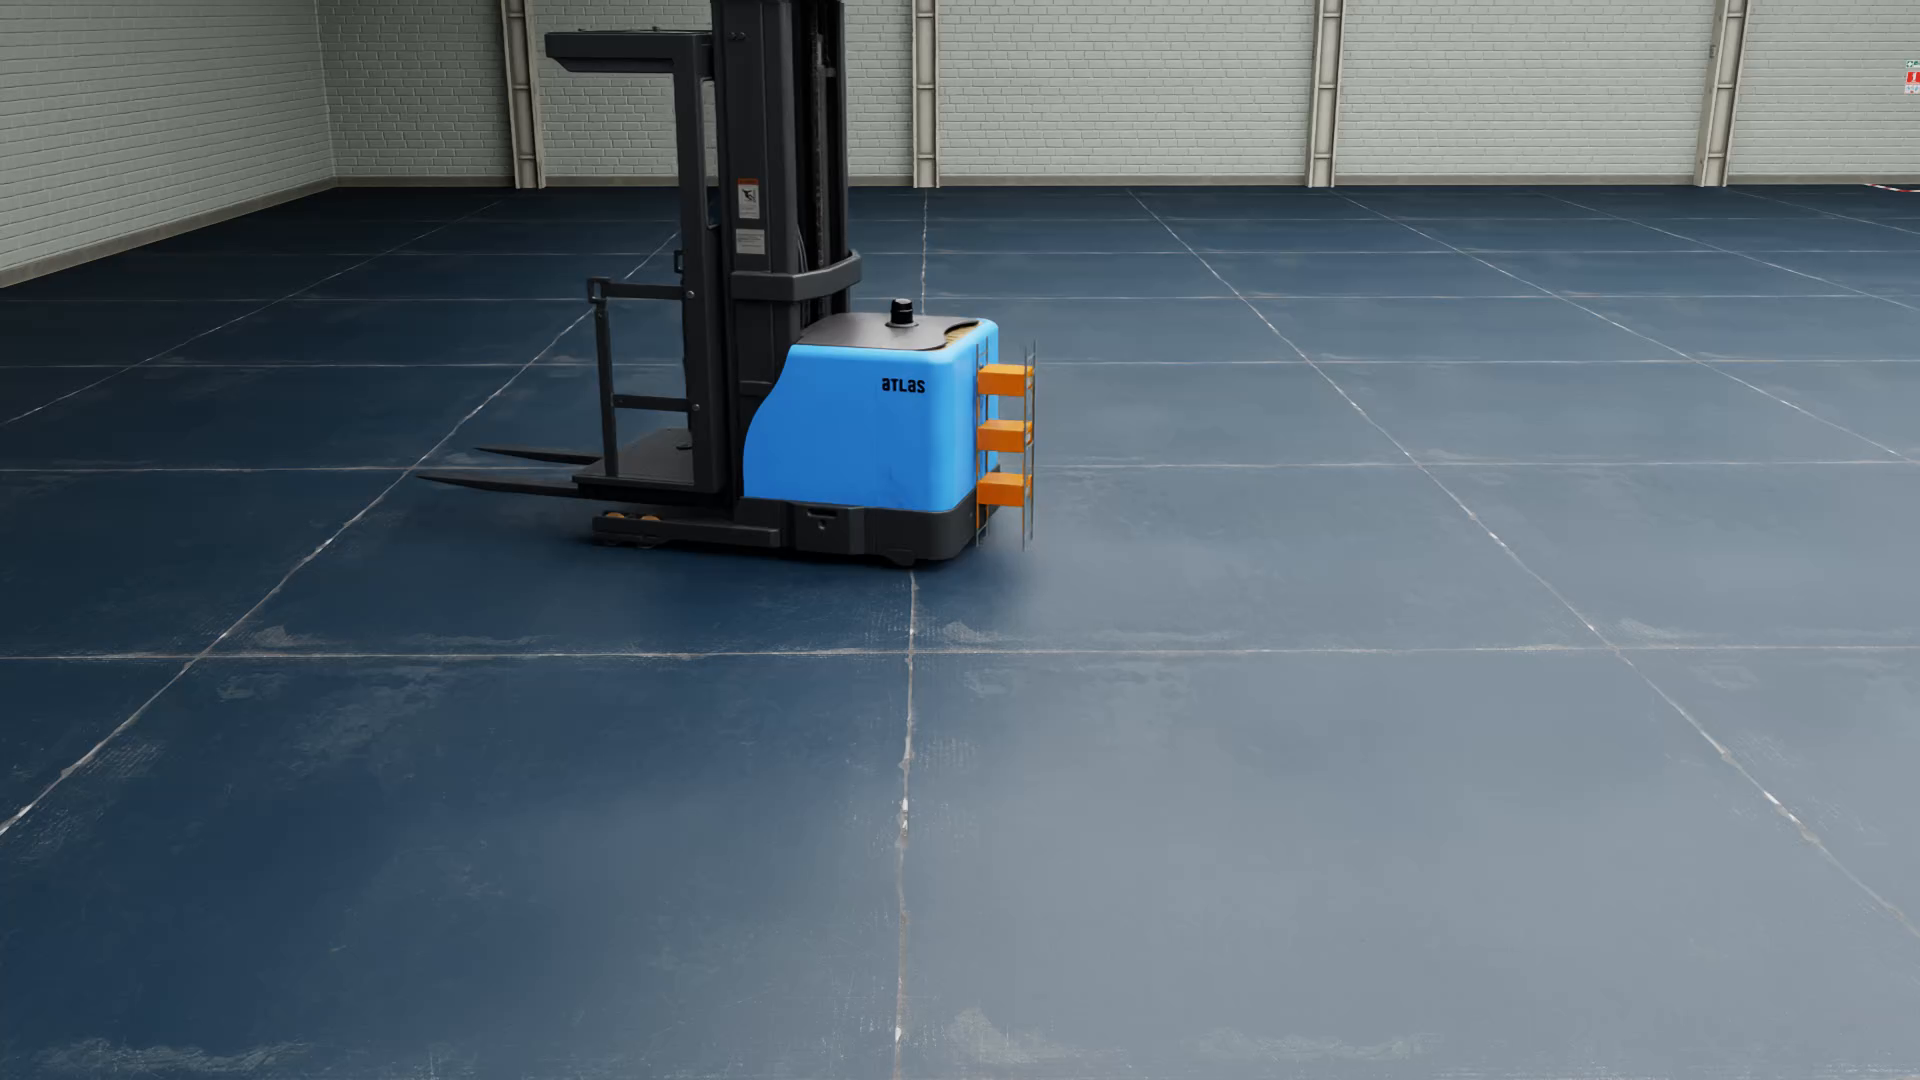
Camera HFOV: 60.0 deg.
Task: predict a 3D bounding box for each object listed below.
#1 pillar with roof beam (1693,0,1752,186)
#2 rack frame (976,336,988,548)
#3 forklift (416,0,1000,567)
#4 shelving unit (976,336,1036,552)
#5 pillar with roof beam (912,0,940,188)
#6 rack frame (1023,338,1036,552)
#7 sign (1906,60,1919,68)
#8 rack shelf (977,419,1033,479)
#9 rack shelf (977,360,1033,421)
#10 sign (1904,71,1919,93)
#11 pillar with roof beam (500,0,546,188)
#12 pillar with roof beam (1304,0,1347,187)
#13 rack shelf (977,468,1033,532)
[{"bbox_3d":[11.556,-8.409,20.030,0.400,9.000,9.100,0,18,-1],"label":"pillar with roof beam"},{"bbox_3d":[0.110,-0.487,8.346,0.008,1.050,0.200,5,18,15],"label":"rack frame"},{"bbox_3d":[-1.363,-1.500,8.426,3.031,2.935,1.130,5,18,15],"label":"forklift"},{"bbox_3d":[0.227,-0.477,8.315,0.252,1.050,0.215,5,18,15],"label":"shelving unit"},{"bbox_3d":[-0.443,-8.351,19.849,0.400,9.000,9.100,0,18,-1],"label":"pillar with roof beam"},{"bbox_3d":[0.345,-0.467,8.284,0.008,1.050,0.200,5,18,15],"label":"rack frame"},{"bbox_3d":[14.466,-7.192,25.129,0.331,0.109,0.001,0,18,-1],"label":"sign"},{"bbox_3d":[0.227,-0.467,8.318,0.240,0.259,0.215,5,18,15],"label":"rack shelf"},{"bbox_3d":[0.227,-0.737,8.232,0.240,0.259,0.215,5,18,15],"label":"rack shelf"},{"bbox_3d":[14.461,-6.942,25.219,0.234,0.329,0.001,0,18,-1],"label":"sign"},{"bbox_3d":[-6.442,-8.322,19.759,0.400,9.000,9.100,0,18,-1],"label":"pillar with roof beam"},{"bbox_3d":[5.556,-8.380,19.940,0.400,9.000,9.100,0,18,-1],"label":"pillar with roof beam"},{"bbox_3d":[0.227,-0.202,8.403,0.240,0.259,0.215,5,18,15],"label":"rack shelf"}]
